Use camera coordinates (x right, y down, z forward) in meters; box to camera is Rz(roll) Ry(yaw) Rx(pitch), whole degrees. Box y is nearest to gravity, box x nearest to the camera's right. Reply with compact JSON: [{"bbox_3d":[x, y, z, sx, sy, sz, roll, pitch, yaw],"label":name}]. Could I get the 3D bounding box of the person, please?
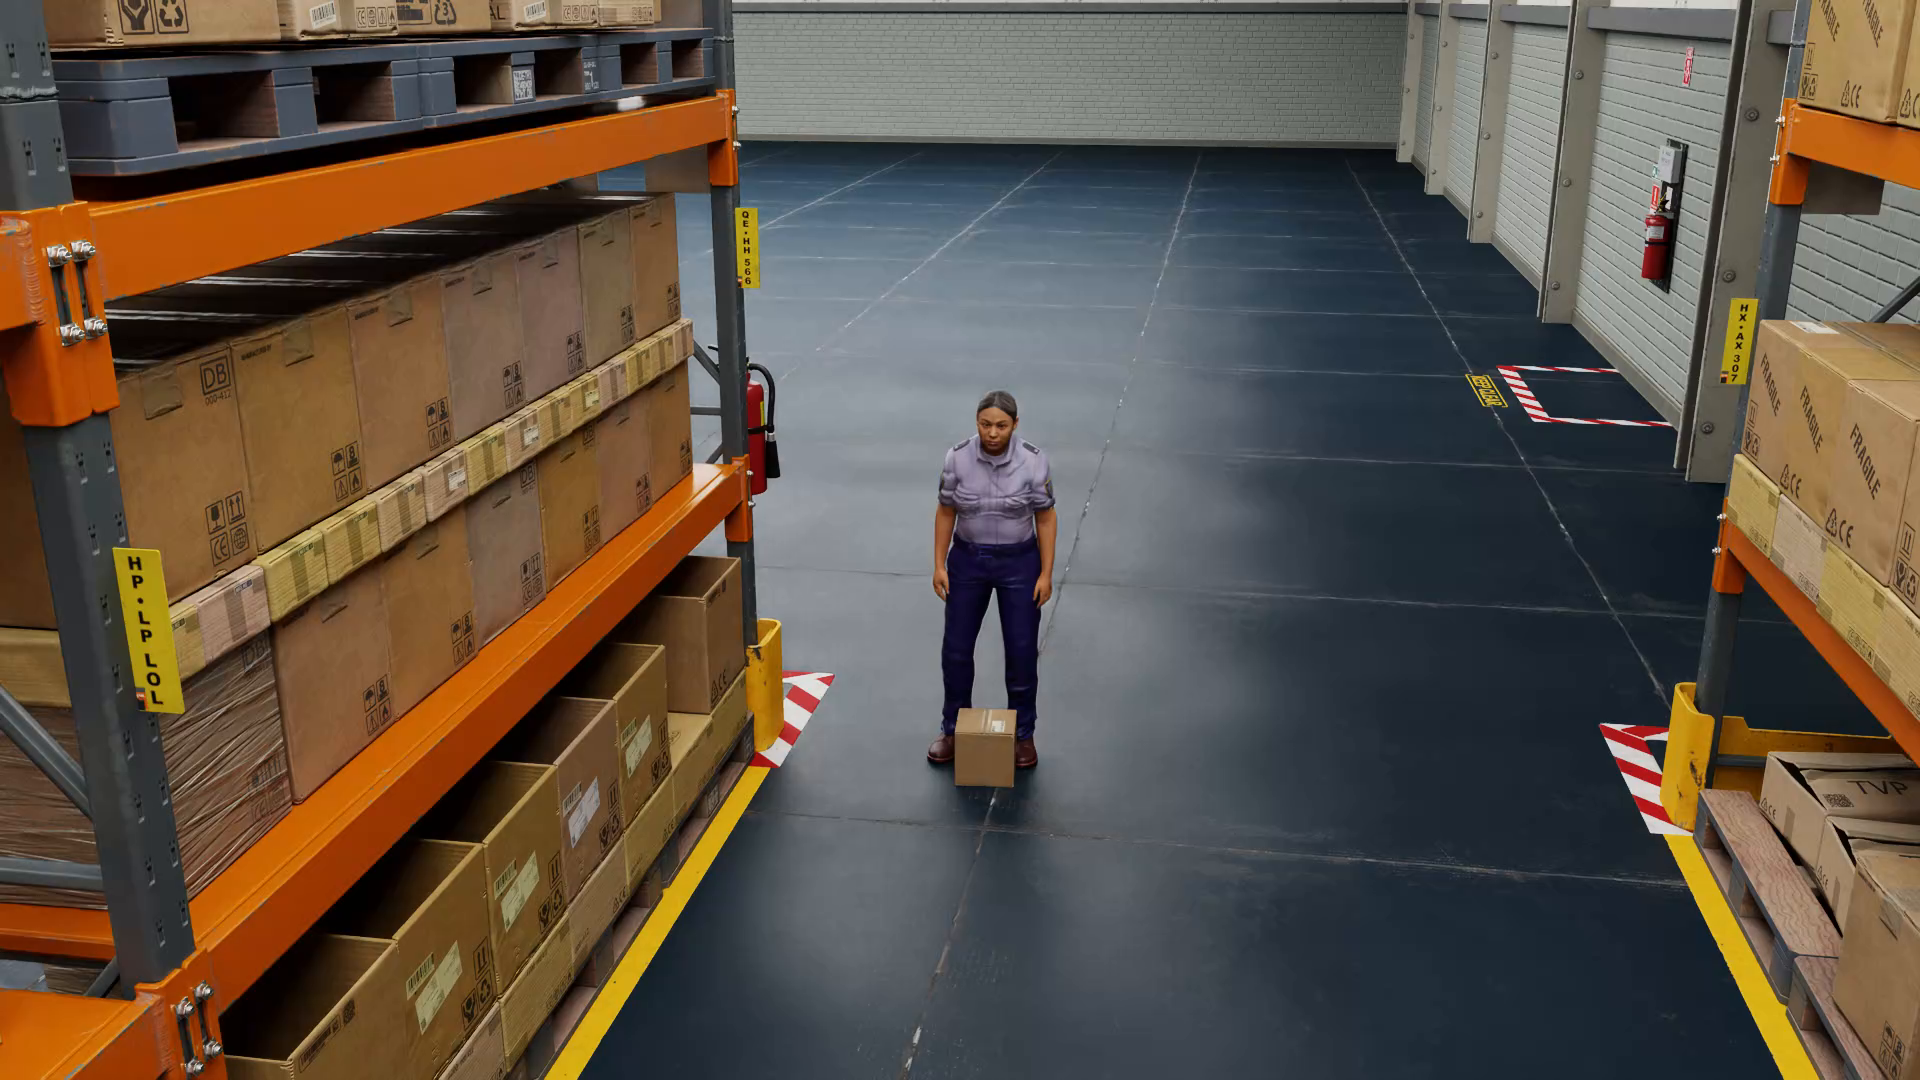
[{"bbox_3d":[0.139,0.147,7.114,0.537,1.651,0.374,3,18,9],"label":"person"}]
